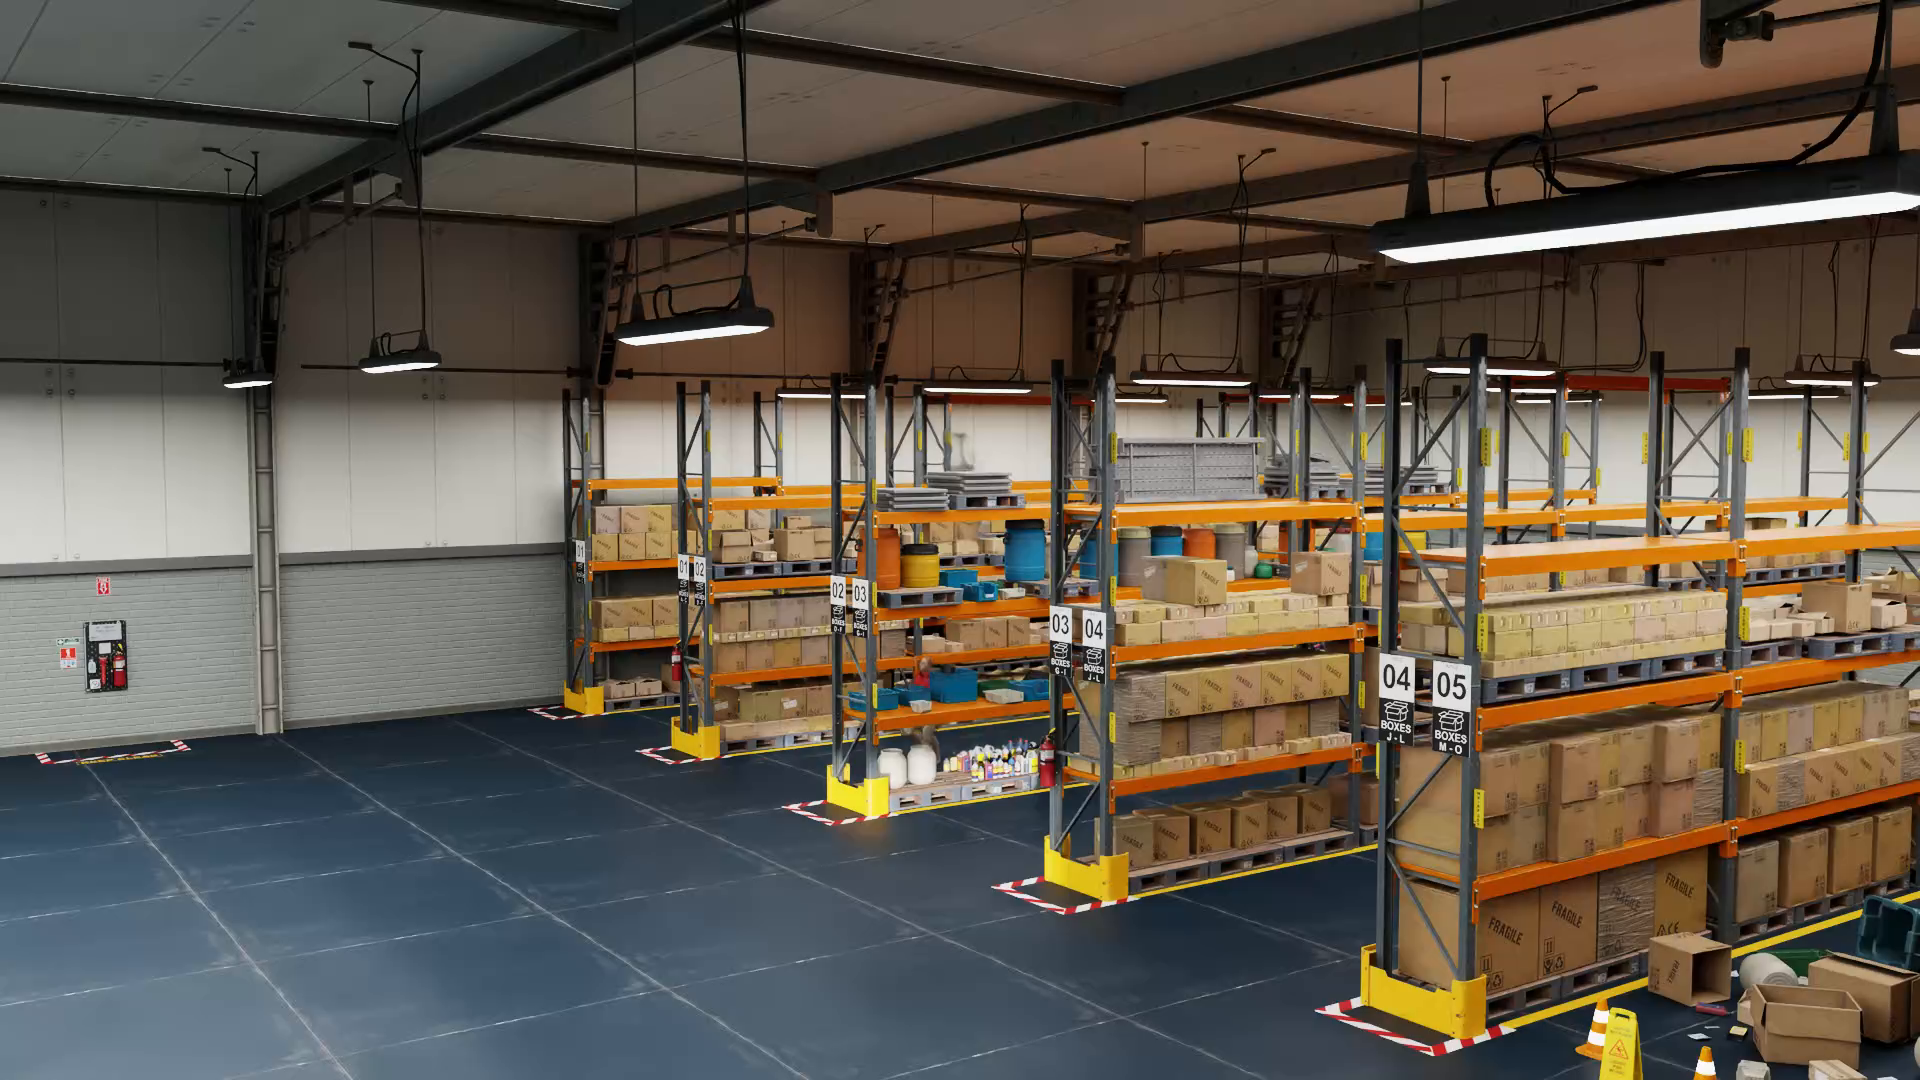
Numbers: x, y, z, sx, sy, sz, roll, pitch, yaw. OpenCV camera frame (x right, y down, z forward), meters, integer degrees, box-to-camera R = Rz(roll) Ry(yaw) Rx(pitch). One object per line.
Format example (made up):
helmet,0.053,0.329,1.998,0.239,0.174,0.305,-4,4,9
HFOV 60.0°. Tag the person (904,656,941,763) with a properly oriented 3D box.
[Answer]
person,-0.584,2.654,25.779,0.659,1.698,0.647,-4,5,-45

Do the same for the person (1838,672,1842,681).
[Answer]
person,13.165,2.711,24.809,0.603,1.719,0.696,-3,5,-38
